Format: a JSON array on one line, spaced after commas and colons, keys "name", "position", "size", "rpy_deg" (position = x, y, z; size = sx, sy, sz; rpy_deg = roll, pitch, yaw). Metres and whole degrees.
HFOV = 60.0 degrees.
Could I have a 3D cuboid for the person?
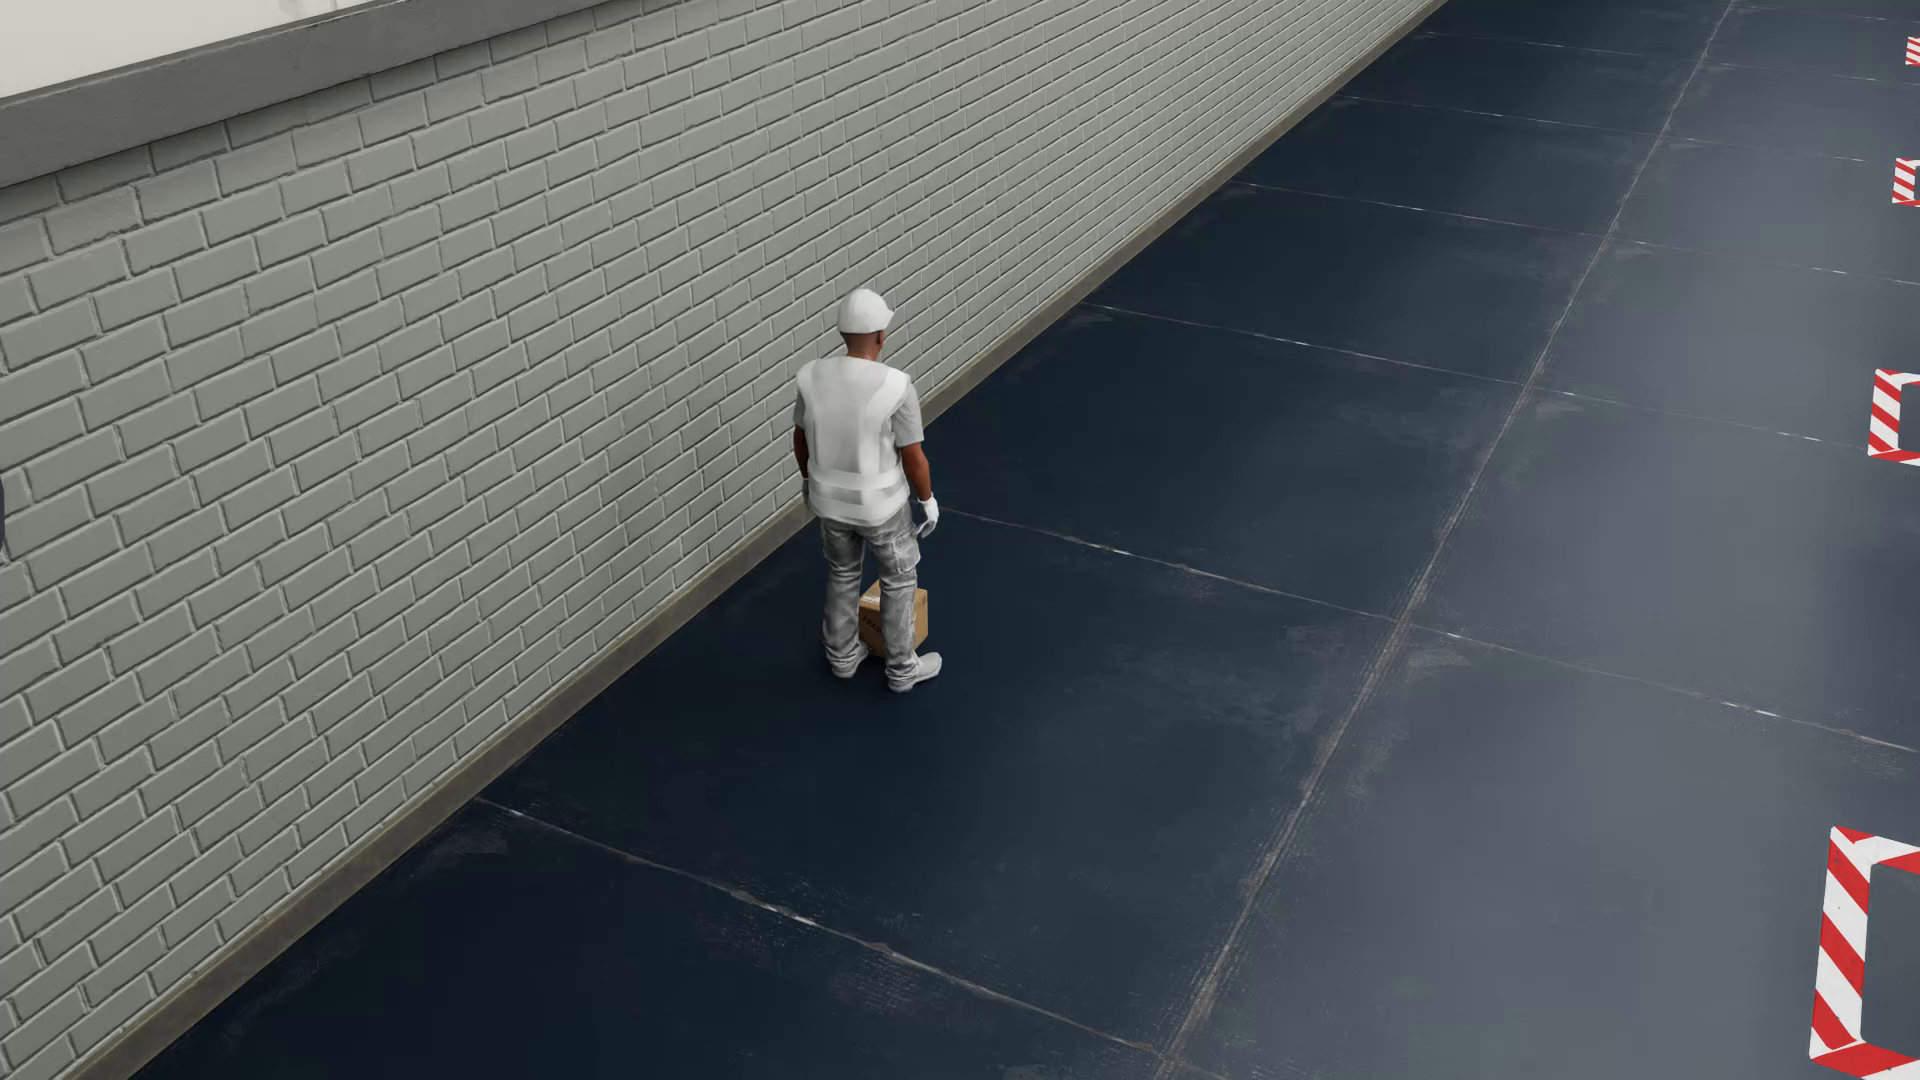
[{"name": "person", "position": [-0.397, -0.188, 7.017], "size": [0.633, 1.775, 0.448], "rpy_deg": [13, 32, 22]}]
